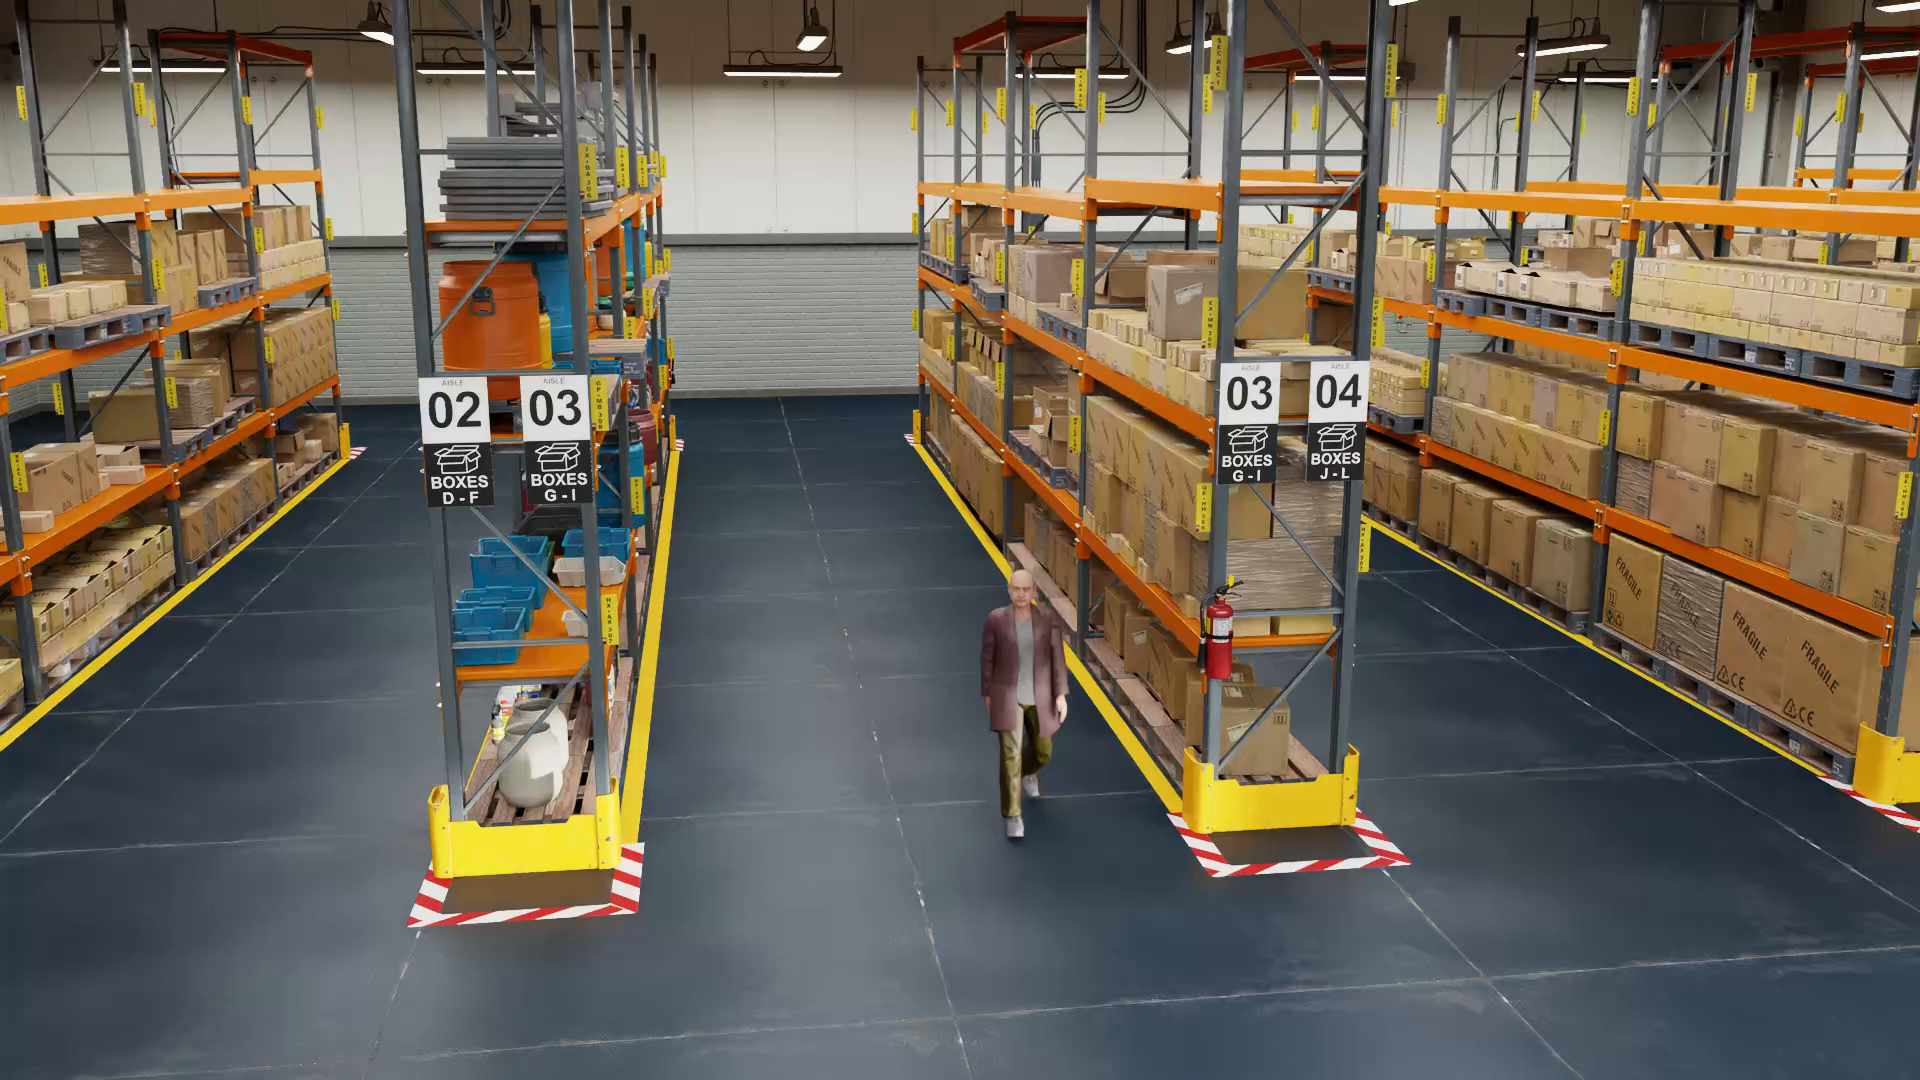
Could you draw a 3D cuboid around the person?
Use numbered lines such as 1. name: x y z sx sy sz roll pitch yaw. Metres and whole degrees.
1. person: 0.440 1.058 11.375 0.590 1.747 0.944 -1 13 -6
